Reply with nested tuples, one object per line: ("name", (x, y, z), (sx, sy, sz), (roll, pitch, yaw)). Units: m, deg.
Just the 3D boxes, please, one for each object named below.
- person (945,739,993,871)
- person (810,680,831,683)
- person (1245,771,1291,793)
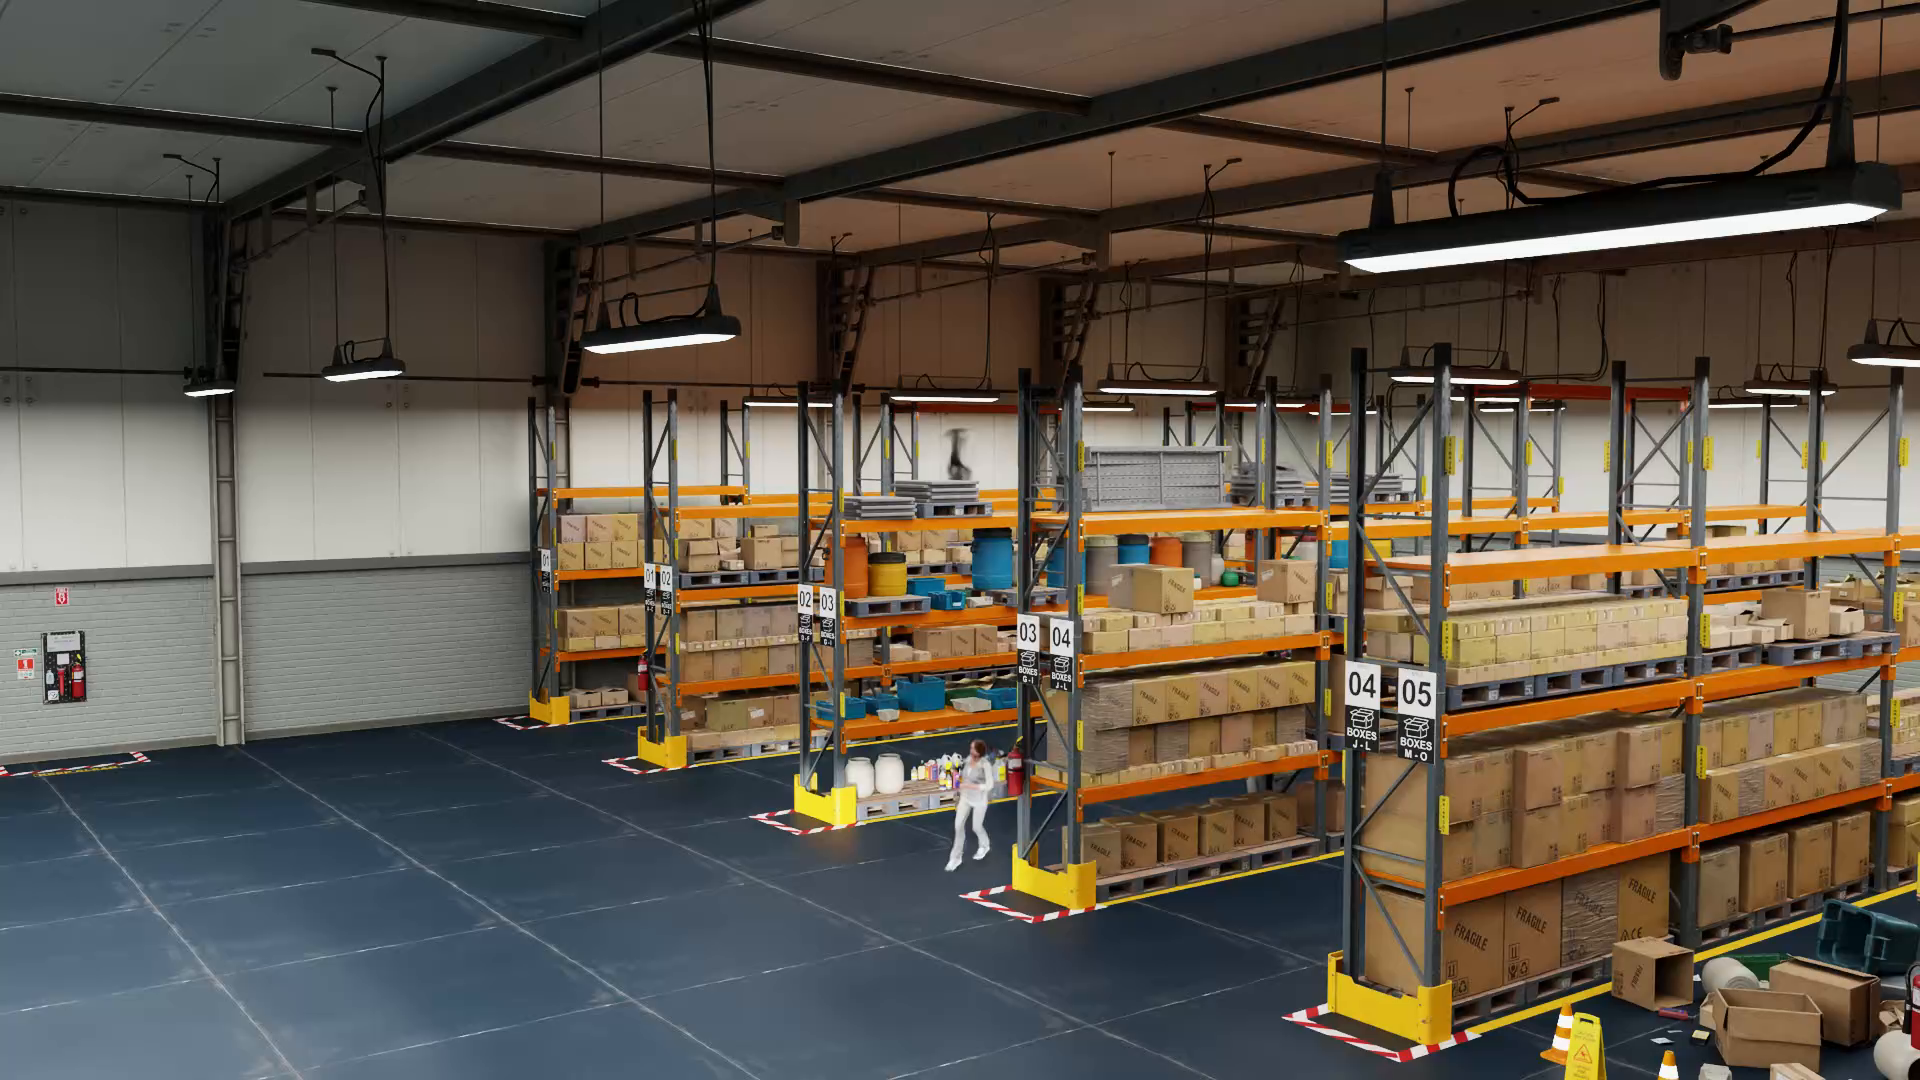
("person", (0.235, 3.207, 20.135), (0.552, 1.601, 0.752), (3, 4, 37))
("person", (-2.475, 2.536, 30.897), (0.994, 1.708, 0.531), (-2, 4, -36))
("person", (4.300, 2.940, 23.455), (0.908, 1.746, 0.708), (-2, 4, -35))
